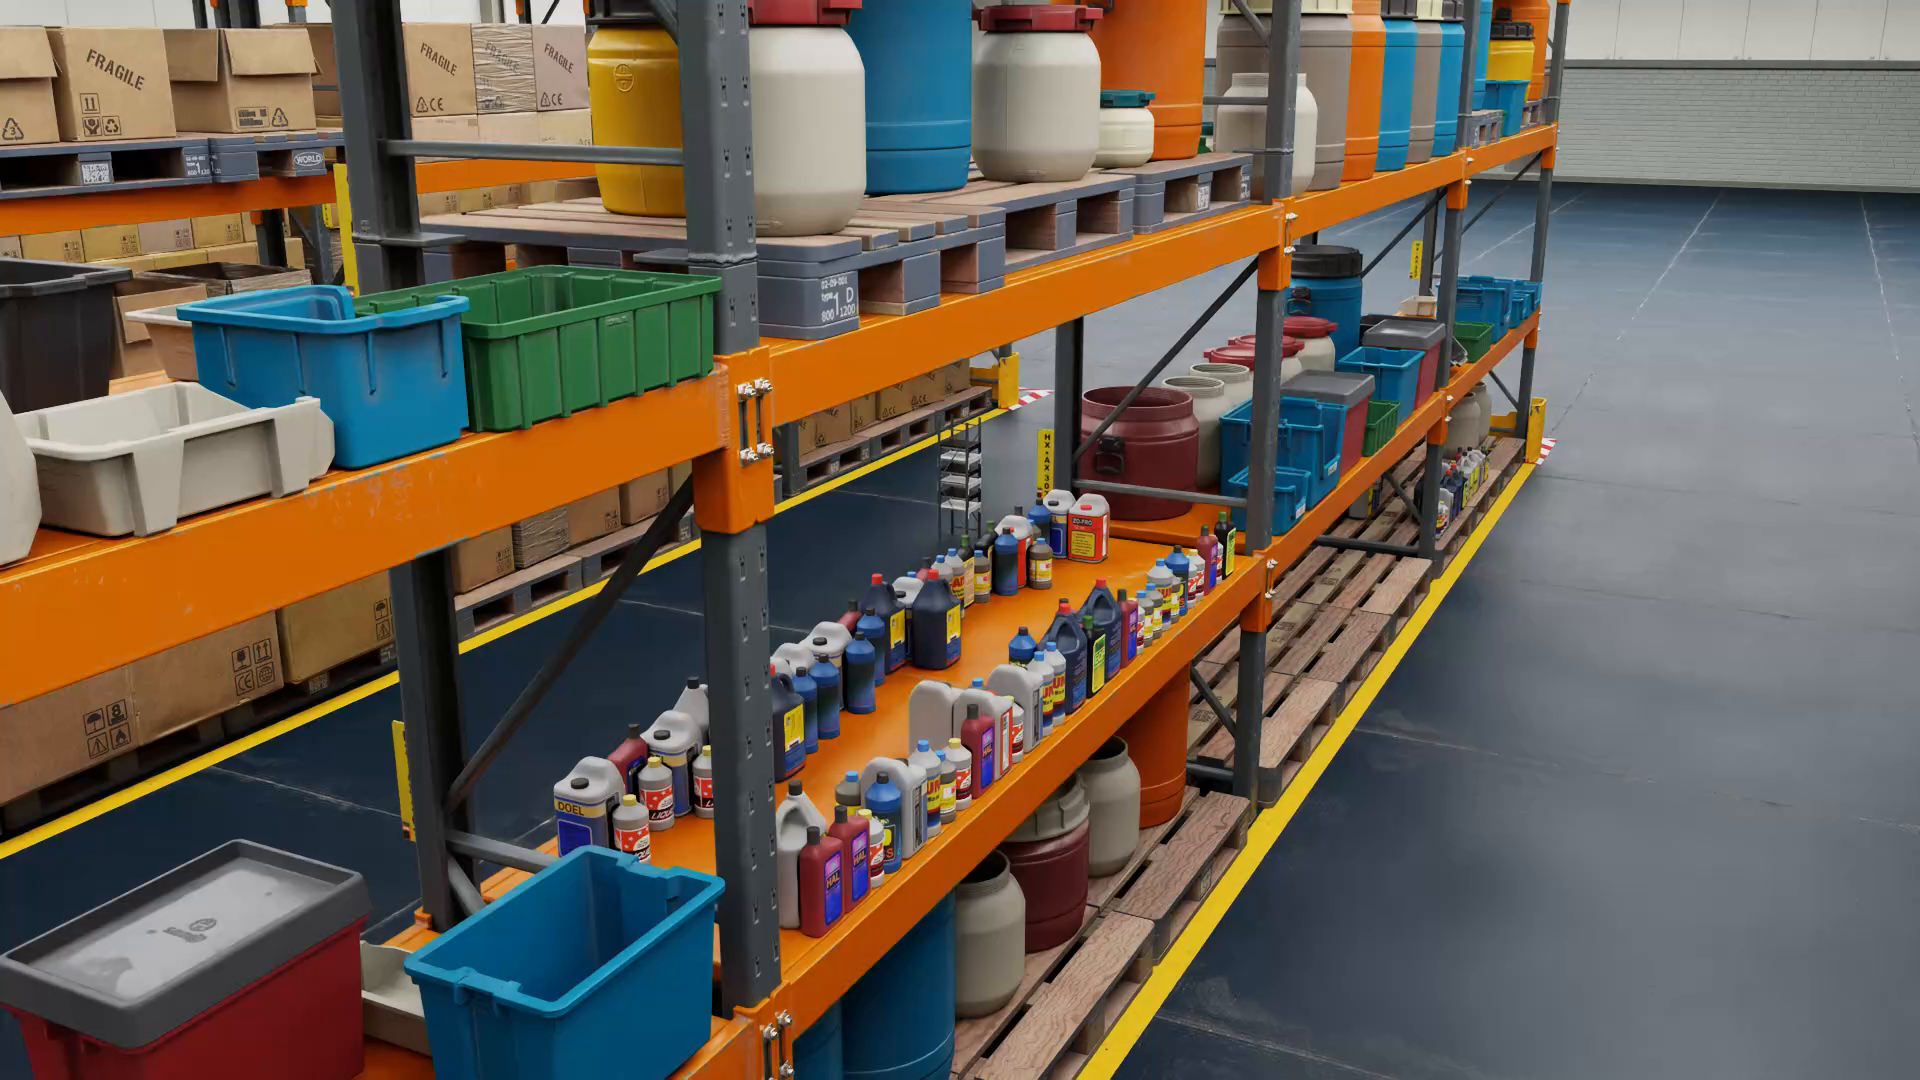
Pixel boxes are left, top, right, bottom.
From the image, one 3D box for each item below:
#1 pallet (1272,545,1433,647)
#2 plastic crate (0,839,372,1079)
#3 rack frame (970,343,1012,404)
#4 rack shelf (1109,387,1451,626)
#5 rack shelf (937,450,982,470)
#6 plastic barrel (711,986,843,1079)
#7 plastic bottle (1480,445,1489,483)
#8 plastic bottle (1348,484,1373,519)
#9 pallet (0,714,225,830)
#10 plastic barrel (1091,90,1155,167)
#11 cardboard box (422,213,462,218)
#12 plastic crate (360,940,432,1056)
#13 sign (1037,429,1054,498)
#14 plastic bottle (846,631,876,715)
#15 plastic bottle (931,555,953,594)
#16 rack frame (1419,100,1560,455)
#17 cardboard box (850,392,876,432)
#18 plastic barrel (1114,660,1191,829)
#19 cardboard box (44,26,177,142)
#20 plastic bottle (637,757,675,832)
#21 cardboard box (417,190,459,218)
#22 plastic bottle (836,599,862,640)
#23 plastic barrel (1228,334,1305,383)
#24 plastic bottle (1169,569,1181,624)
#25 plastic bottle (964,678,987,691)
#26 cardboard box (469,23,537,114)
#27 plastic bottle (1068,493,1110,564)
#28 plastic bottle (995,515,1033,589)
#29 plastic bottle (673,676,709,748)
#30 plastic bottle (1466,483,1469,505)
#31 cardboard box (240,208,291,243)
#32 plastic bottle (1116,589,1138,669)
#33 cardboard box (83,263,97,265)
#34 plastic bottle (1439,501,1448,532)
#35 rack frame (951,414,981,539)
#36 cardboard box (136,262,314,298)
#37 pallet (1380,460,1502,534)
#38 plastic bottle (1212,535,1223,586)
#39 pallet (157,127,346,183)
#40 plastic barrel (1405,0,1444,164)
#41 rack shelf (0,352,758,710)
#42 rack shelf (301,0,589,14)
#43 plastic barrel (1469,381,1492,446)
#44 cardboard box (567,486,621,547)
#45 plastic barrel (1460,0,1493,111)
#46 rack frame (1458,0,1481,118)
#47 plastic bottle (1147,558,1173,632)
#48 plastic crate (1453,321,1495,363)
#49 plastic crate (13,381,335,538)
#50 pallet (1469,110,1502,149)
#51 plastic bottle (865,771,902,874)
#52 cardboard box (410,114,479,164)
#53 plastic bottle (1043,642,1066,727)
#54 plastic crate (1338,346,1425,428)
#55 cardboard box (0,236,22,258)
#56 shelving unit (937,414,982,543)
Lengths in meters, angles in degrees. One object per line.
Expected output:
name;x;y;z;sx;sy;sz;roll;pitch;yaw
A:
pallet;2.369;0.322;10.568;1.003;0.211;1.213;8;18;25
plastic crate;-1.513;0.954;3.325;0.402;0.464;0.583;8;18;25
rack frame;0.042;-2.868;16.413;1.000;3.000;0.127;8;18;25
rack shelf;1.792;-0.365;9.249;1.077;0.370;4.000;8;18;25
rack shelf;-0.004;-0.570;11.848;0.258;0.077;0.200;8;18;25
plastic barrel;-0.631;1.487;4.699;0.600;0.901;0.708;8;18;25
plastic bottle;4.008;-0.591;12.745;0.061;0.283;0.133;9;19;27
plastic bottle;2.844;-0.343;11.790;0.144;0.351;0.185;8;18;25
pallet;-4.499;1.007;8.263;1.003;0.211;1.213;8;18;25
plastic barrel;0.550;-1.482;5.982;0.301;0.262;0.301;0;17;0
cardboard box;-5.411;-2.939;16.388;0.875;0.550;0.550;8;18;25
plastic crate;-1.225;1.016;3.692;0.396;0.136;0.243;8;18;25
sign;0.403;-0.347;7.637;0.100;0.325;0.005;8;18;25
plastic bottle;-0.330;0.435;5.518;0.097;0.271;0.097;0;17;0
plastic bottle;-0.074;0.192;6.337;0.097;0.271;0.097;0;17;0
rack frame;4.473;-2.238;14.292;1.000;3.000;0.127;8;18;25
cardboard box;-1.075;-1.264;14.666;0.500;0.500;0.500;6;18;20
plastic barrel;0.695;0.765;7.253;0.600;0.830;0.708;8;18;25
cardboard box;-4.048;-2.122;7.720;0.500;0.500;0.500;9;19;28
plastic bottle;-0.861;0.713;4.705;0.097;0.201;0.097;0;17;0
cardboard box;-5.436;-3.460;16.247;0.875;0.550;0.550;8;18;25
plastic bottle;-0.388;0.353;5.772;0.061;0.283;0.133;8;18;25
plastic barrel;1.734;-0.882;9.486;0.433;0.535;0.433;0;17;0
plastic bottle;0.797;0.212;6.390;0.097;0.201;0.097;0;17;0
plastic bottle;0.056;0.538;5.293;0.097;0.201;0.097;0;17;0
cardboard box;-2.863;-2.772;9.766;0.500;0.500;0.500;8;18;26
plastic bottle;0.552;-0.053;7.151;0.152;0.276;0.135;8;18;25
plastic bottle;0.209;0.046;6.819;0.152;0.276;0.135;8;18;25
plastic bottle;-0.771;0.566;4.936;0.144;0.351;0.185;8;18;25
plastic bottle;3.649;-0.359;12.106;0.097;0.201;0.097;0;17;0
cardboard box;-6.354;-2.906;14.609;0.700;0.500;0.500;8;18;24
plastic bottle;0.588;0.304;5.938;0.061;0.283;0.133;8;18;25
cardboard box;-7.033;-1.874;12.889;0.500;0.500;0.500;8;18;25
plastic bottle;3.311;-0.166;11.457;0.097;0.201;0.097;0;17;0
rack frame;0.042;-0.455;11.976;0.240;0.900;0.006;8;18;25
cardboard box;-3.874;-1.175;8.776;0.797;0.503;0.637;9;19;27
pallet;3.567;-0.360;12.867;1.003;0.211;1.213;8;18;25
plastic bottle;1.031;0.079;6.839;0.097;0.201;0.097;0;17;0
pallet;-3.773;-2.007;8.578;1.213;0.211;1.003;9;19;28
plastic barrel;2.360;-2.574;9.273;0.600;0.901;0.600;0;17;0
rack shelf;-1.783;0.235;1.961;1.077;0.370;4.000;8;18;25
rack shelf;-5.244;-5.355;16.215;1.077;0.370;4.000;8;18;25
plastic barrel;4.247;-1.070;13.989;0.421;0.512;0.421;0;17;0
cardboard box;-2.768;-0.305;11.399;0.700;0.500;0.500;10;19;30
plastic barrel;3.226;-3.339;11.111;0.600;0.901;0.708;8;18;25
rack frame;2.685;-4.095;10.007;1.000;3.000;0.127;8;18;25
plastic bottle;0.754;0.204;6.297;0.097;0.271;0.097;0;17;0
plastic crate;3.544;-1.428;11.935;0.450;0.188;0.662;8;18;25
plastic crate;-1.117;-0.121;2.357;0.293;0.136;0.466;8;18;25
pallet;2.920;-2.763;11.122;1.213;0.211;1.003;8;18;25
plastic bottle;-0.206;0.750;4.455;0.097;0.271;0.097;0;17;0
cardboard box;-3.095;-2.284;9.441;0.500;0.250;0.500;8;19;26
plastic bottle;0.295;0.465;5.417;0.097;0.271;0.097;0;17;0
plastic crate;2.471;-0.891;9.784;0.392;0.384;0.575;8;18;25
cardboard box;-7.491;-2.257;12.422;0.700;0.500;0.500;8;18;25
shelving unit;-0.004;-0.429;11.889;0.258;0.900;0.210;8;18;25
